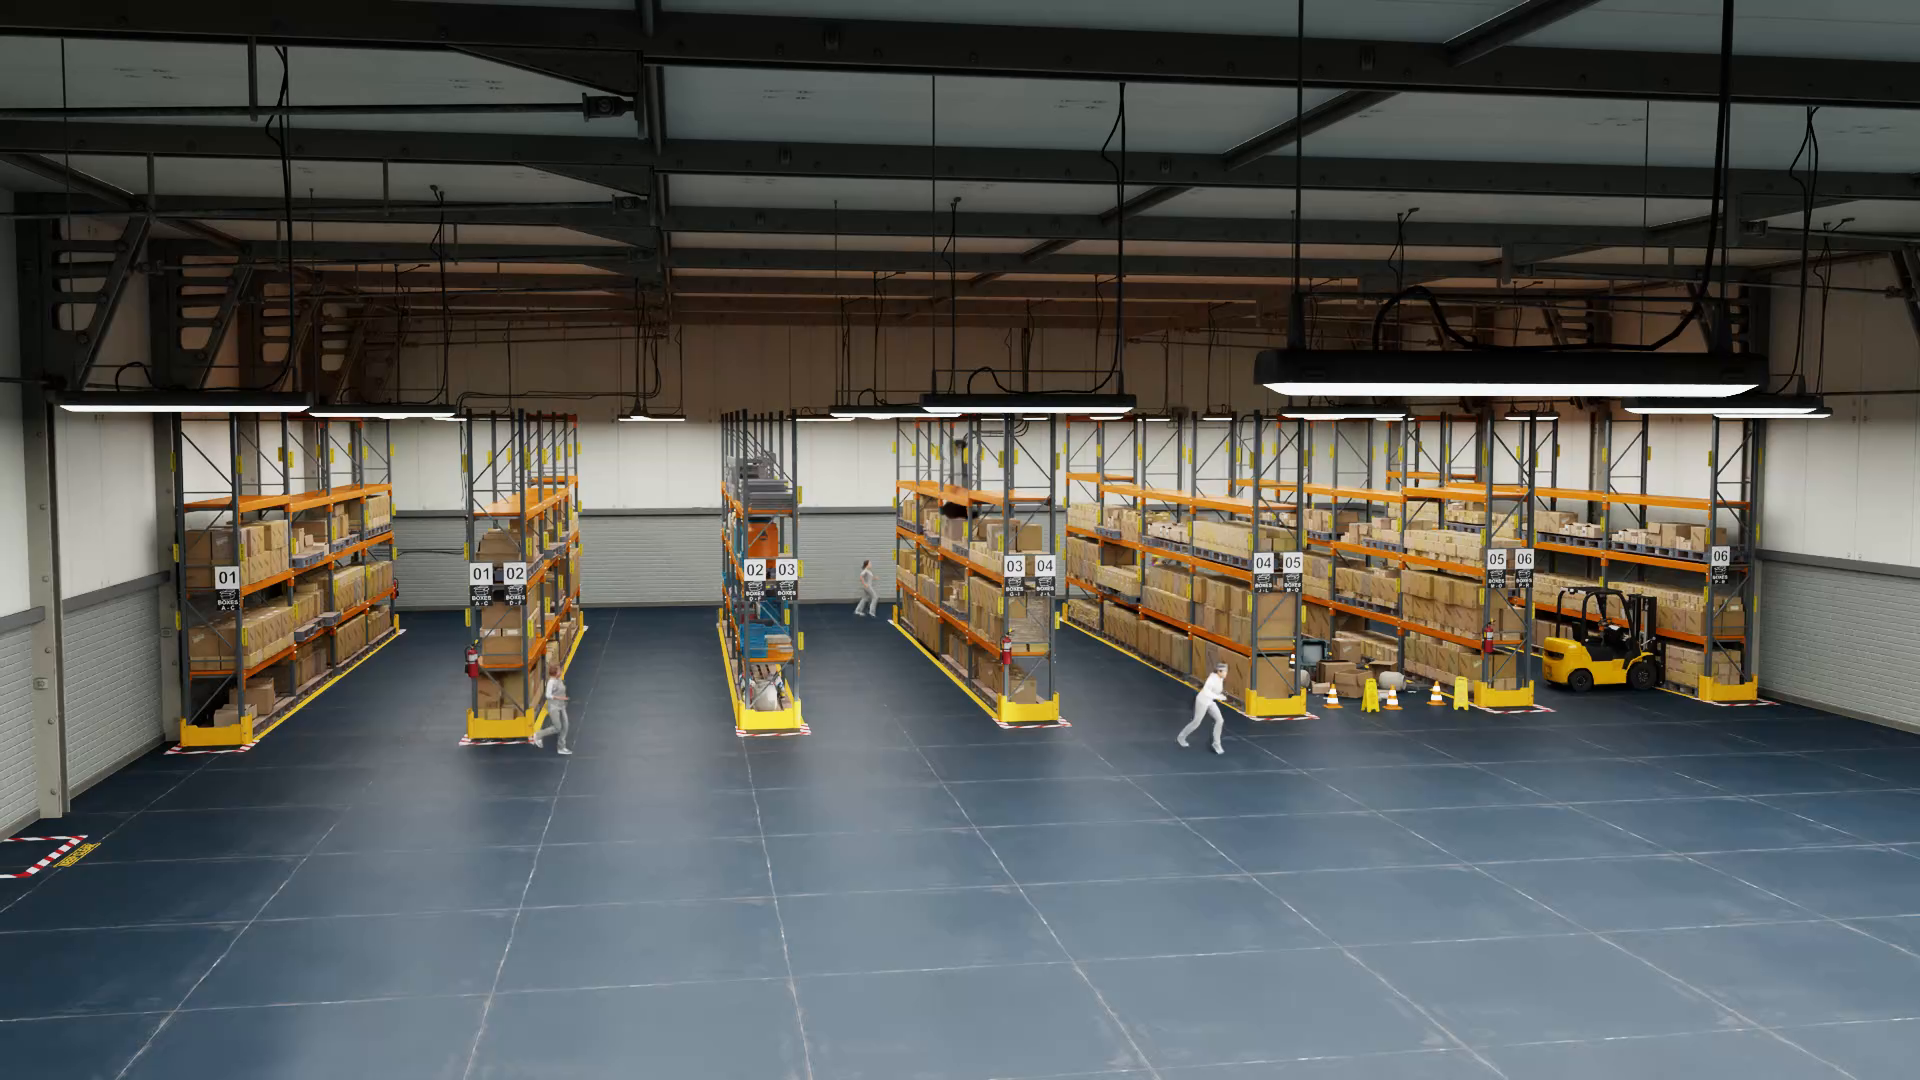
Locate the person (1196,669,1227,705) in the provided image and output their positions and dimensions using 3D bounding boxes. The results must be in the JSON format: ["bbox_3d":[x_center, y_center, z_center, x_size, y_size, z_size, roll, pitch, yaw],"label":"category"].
[{"bbox_3d":[4.429,2.503,29.015,0.562,0.736,0.493,2,5,32],"label":"person"}]

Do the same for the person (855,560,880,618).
[{"bbox_3d":[-2.742,1.461,49.160,0.750,1.725,0.531,0,4,-6],"label":"person"}]

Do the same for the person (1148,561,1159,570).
[{"bbox_3d":[5.982,1.410,51.138,0.661,1.544,0.644,-3,5,-34],"label":"person"}]

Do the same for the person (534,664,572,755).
[{"bbox_3d":[-7.043,2.926,28.815,0.696,1.565,0.552,1,4,12],"label":"person"}]

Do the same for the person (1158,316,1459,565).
[{"bbox_3d":[9.792,-2.365,50.728,8.169,8.897,9.000,-1,4,-10],"label":"person"}]
